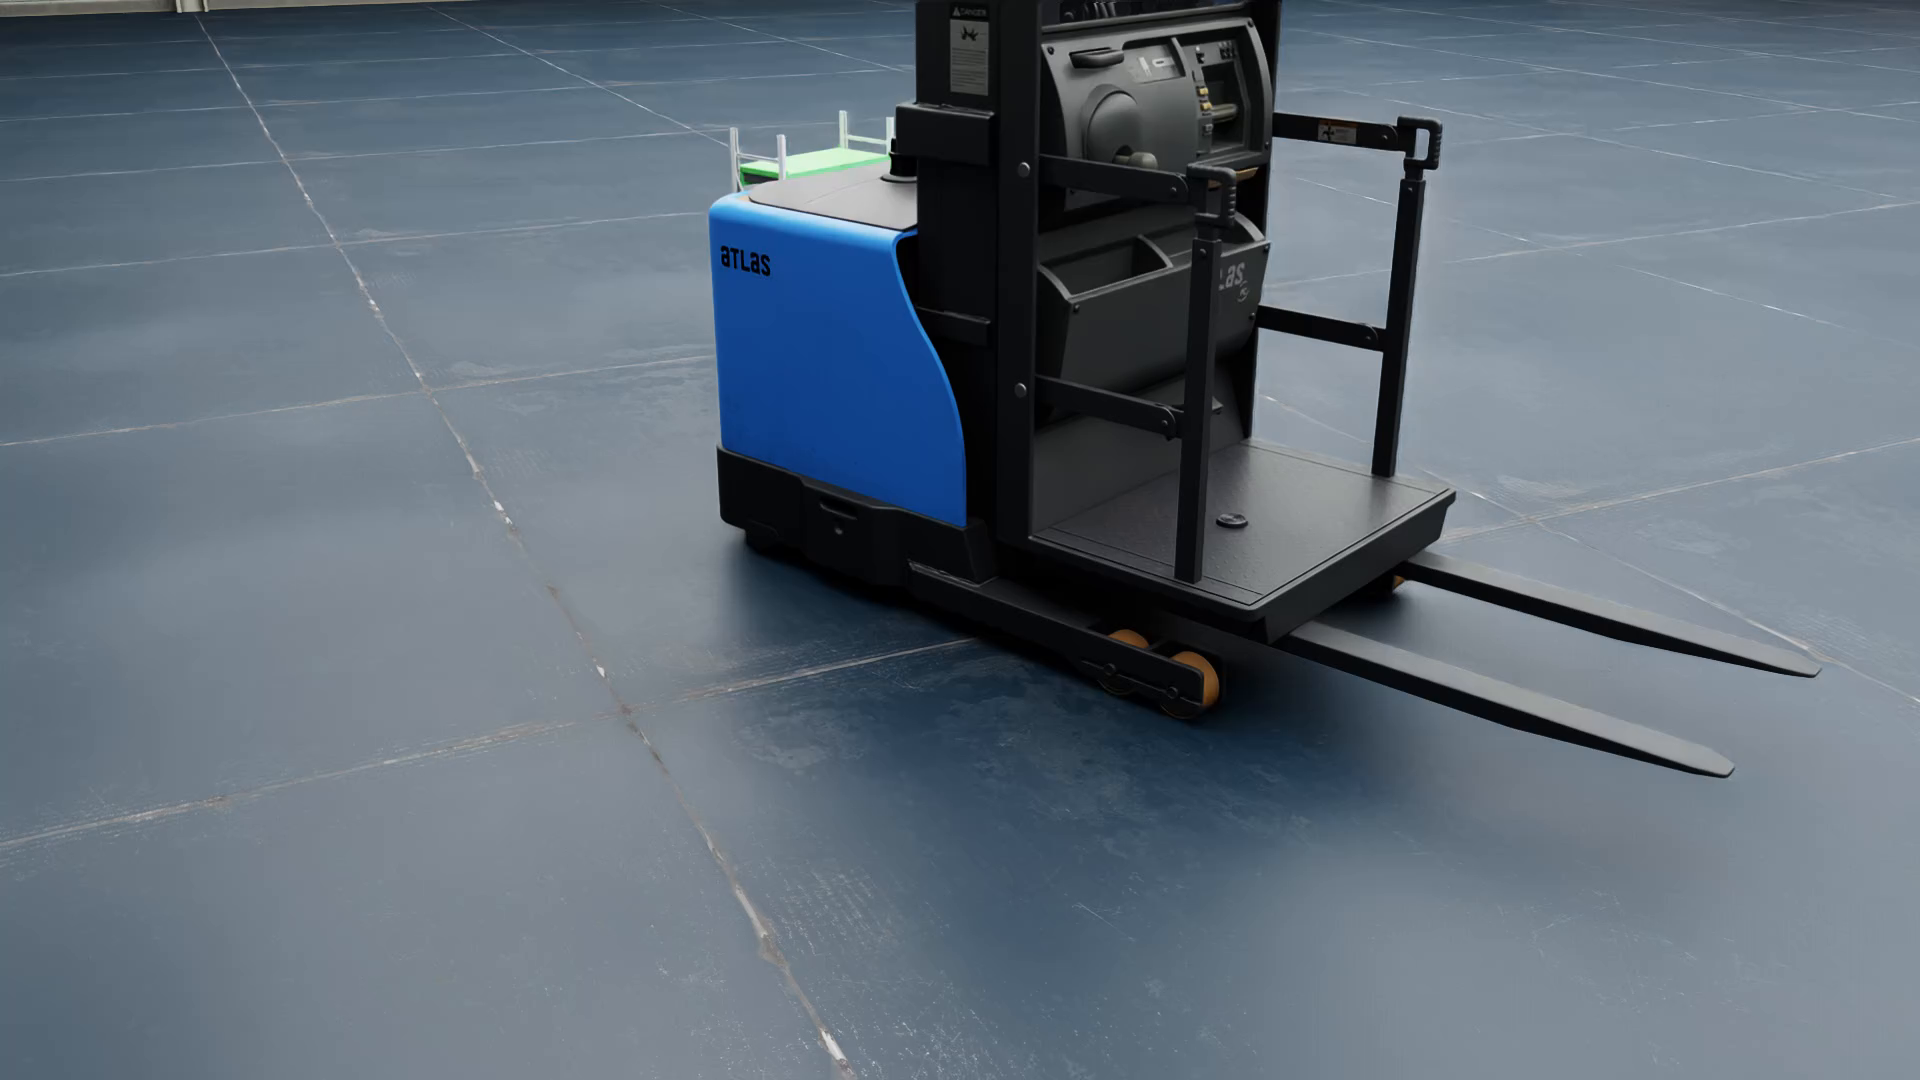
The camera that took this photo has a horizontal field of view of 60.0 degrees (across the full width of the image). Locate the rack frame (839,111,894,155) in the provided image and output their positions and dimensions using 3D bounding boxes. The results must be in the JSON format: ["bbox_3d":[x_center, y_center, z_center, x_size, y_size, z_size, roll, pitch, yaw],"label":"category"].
[{"bbox_3d":[-0.312,-0.862,5.765,0.240,1.200,0.015,19,29,38],"label":"rack frame"}]

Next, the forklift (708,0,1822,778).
[{"bbox_3d":[0.684,-1.132,4.153,3.031,2.935,1.130,19,29,38],"label":"forklift"}]

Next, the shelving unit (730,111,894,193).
[{"bbox_3d":[-0.473,-0.792,5.595,0.258,1.200,0.503,19,29,38],"label":"shelving unit"}]

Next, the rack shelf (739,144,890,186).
[{"bbox_3d":[-0.473,-1.177,5.436,0.258,0.148,0.480,19,29,38],"label":"rack shelf"}]

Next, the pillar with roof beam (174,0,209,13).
[{"bbox_3d":[-8.596,-9.886,17.366,0.400,9.000,9.100,-10,25,-24],"label":"pillar with roof beam"}]

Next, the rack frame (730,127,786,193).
[{"bbox_3d":[-0.634,-0.722,5.426,0.240,1.200,0.015,19,29,38],"label":"rack frame"}]
